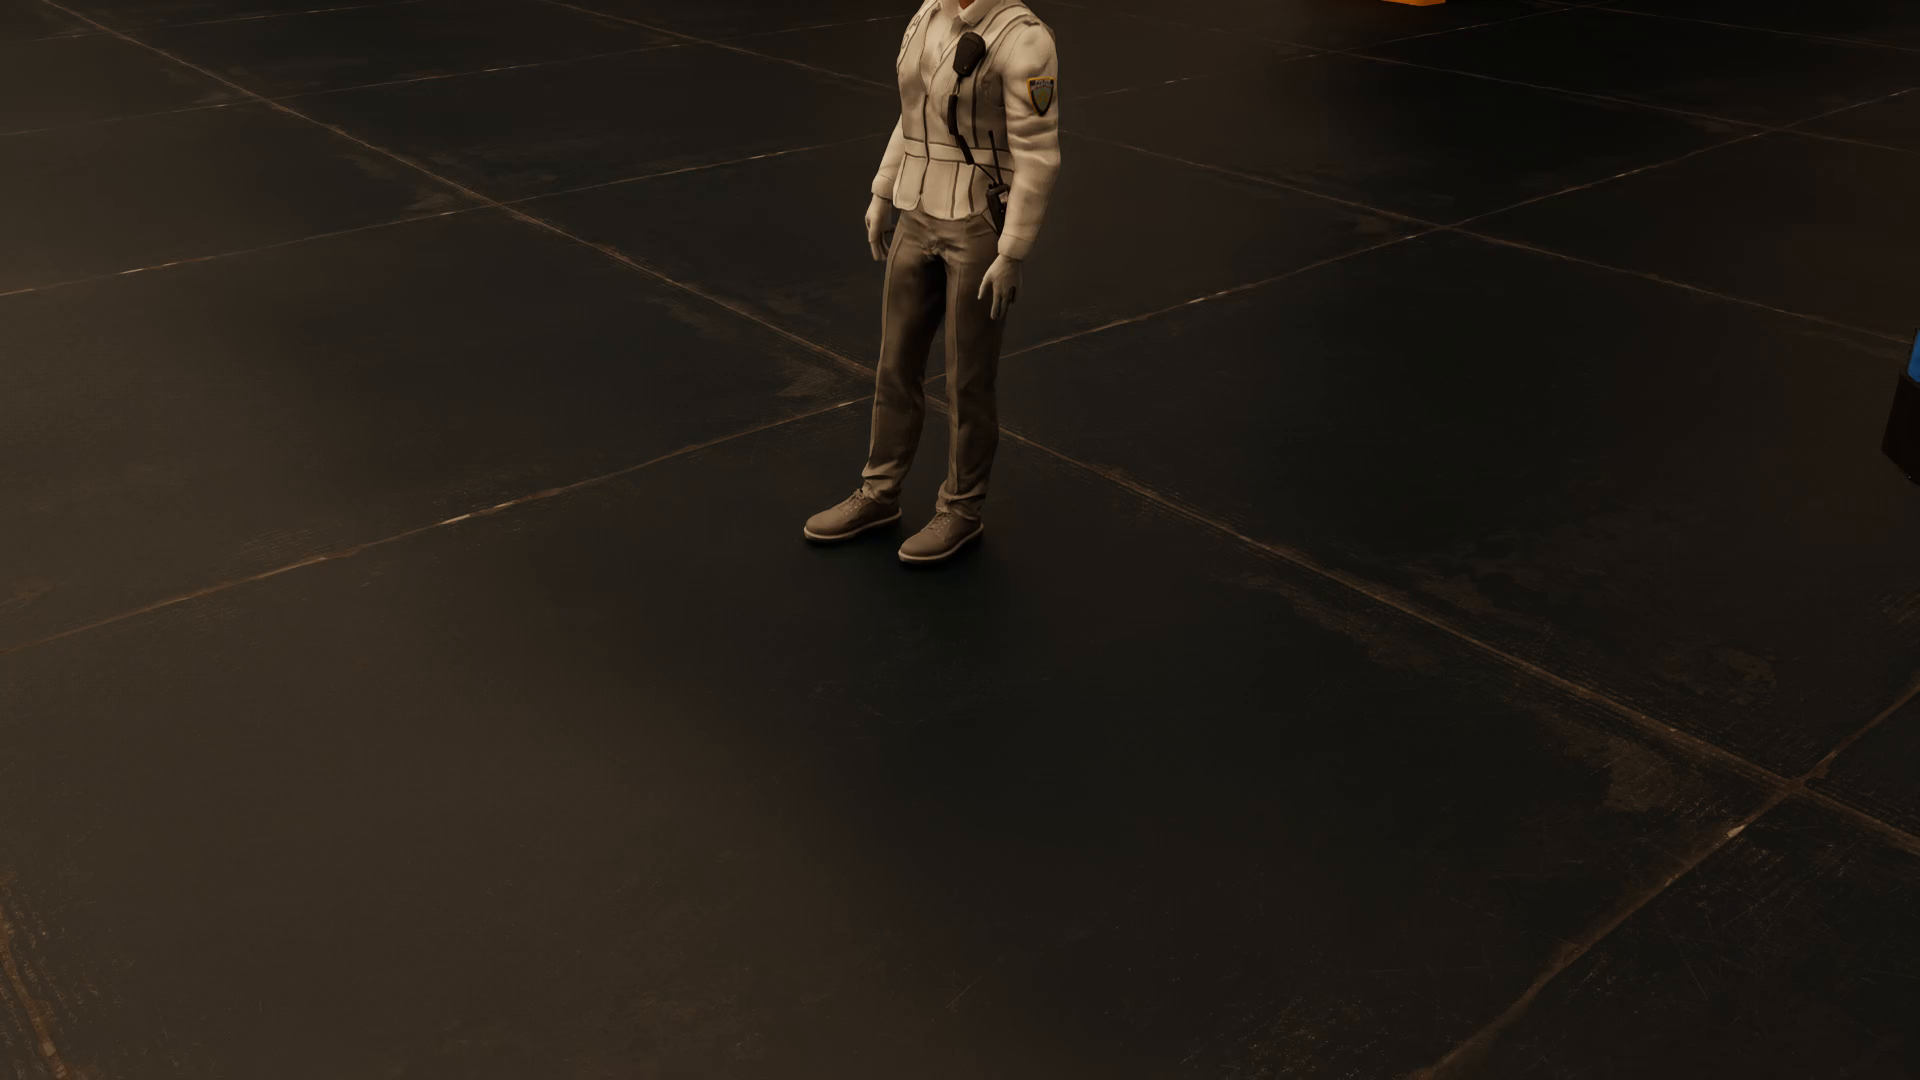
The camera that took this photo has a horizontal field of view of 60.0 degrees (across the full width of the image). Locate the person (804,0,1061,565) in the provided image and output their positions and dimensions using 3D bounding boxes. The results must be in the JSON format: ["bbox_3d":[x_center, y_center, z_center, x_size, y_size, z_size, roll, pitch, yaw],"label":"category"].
[{"bbox_3d":[-0.057,-0.749,4.087,0.531,1.694,0.586,-20,33,-35],"label":"person"}]

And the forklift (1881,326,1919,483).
[{"bbox_3d":[4.197,-1.297,3.818,3.031,2.935,1.130,0,26,1],"label":"forklift"}]
